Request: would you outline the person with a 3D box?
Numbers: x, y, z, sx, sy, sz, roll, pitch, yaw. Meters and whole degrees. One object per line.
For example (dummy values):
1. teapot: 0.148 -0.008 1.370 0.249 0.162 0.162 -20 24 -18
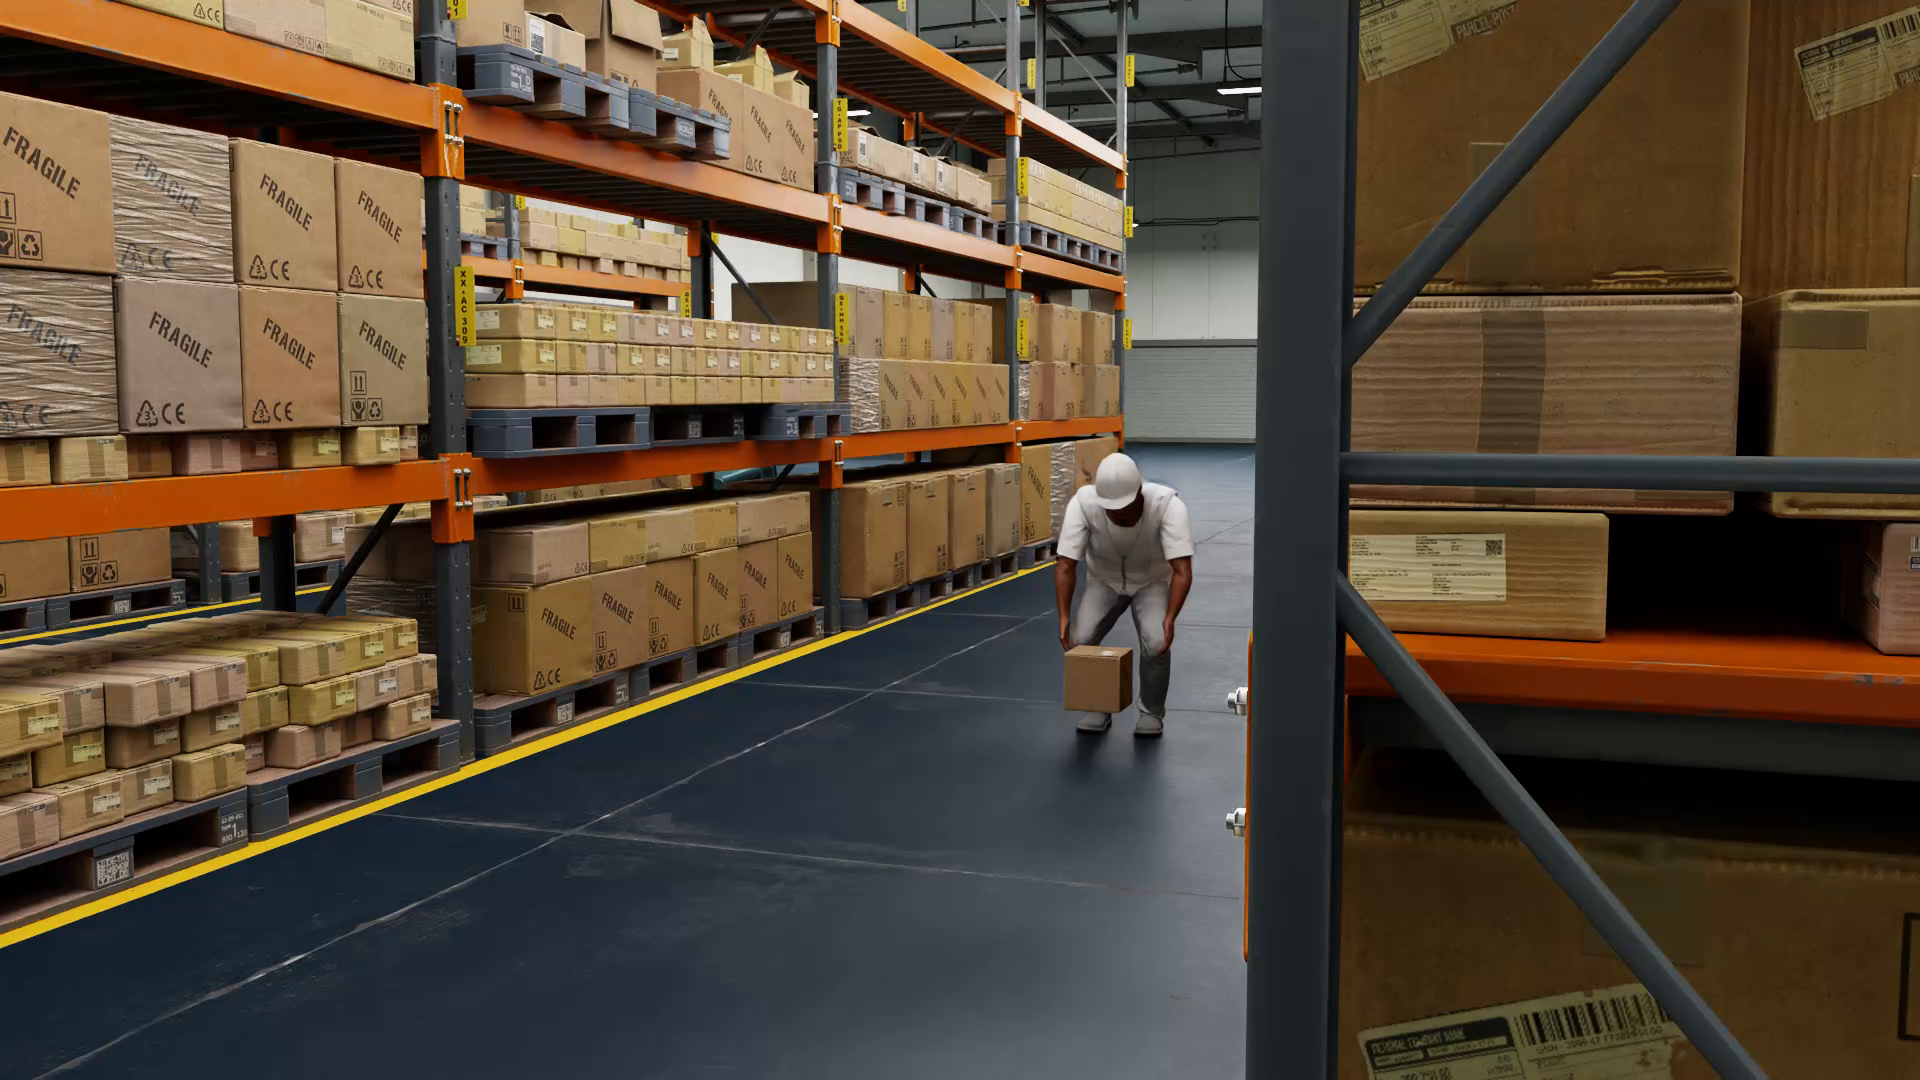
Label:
1. person: 0.780 0.246 7.654 0.630 1.317 0.803 2 5 19
